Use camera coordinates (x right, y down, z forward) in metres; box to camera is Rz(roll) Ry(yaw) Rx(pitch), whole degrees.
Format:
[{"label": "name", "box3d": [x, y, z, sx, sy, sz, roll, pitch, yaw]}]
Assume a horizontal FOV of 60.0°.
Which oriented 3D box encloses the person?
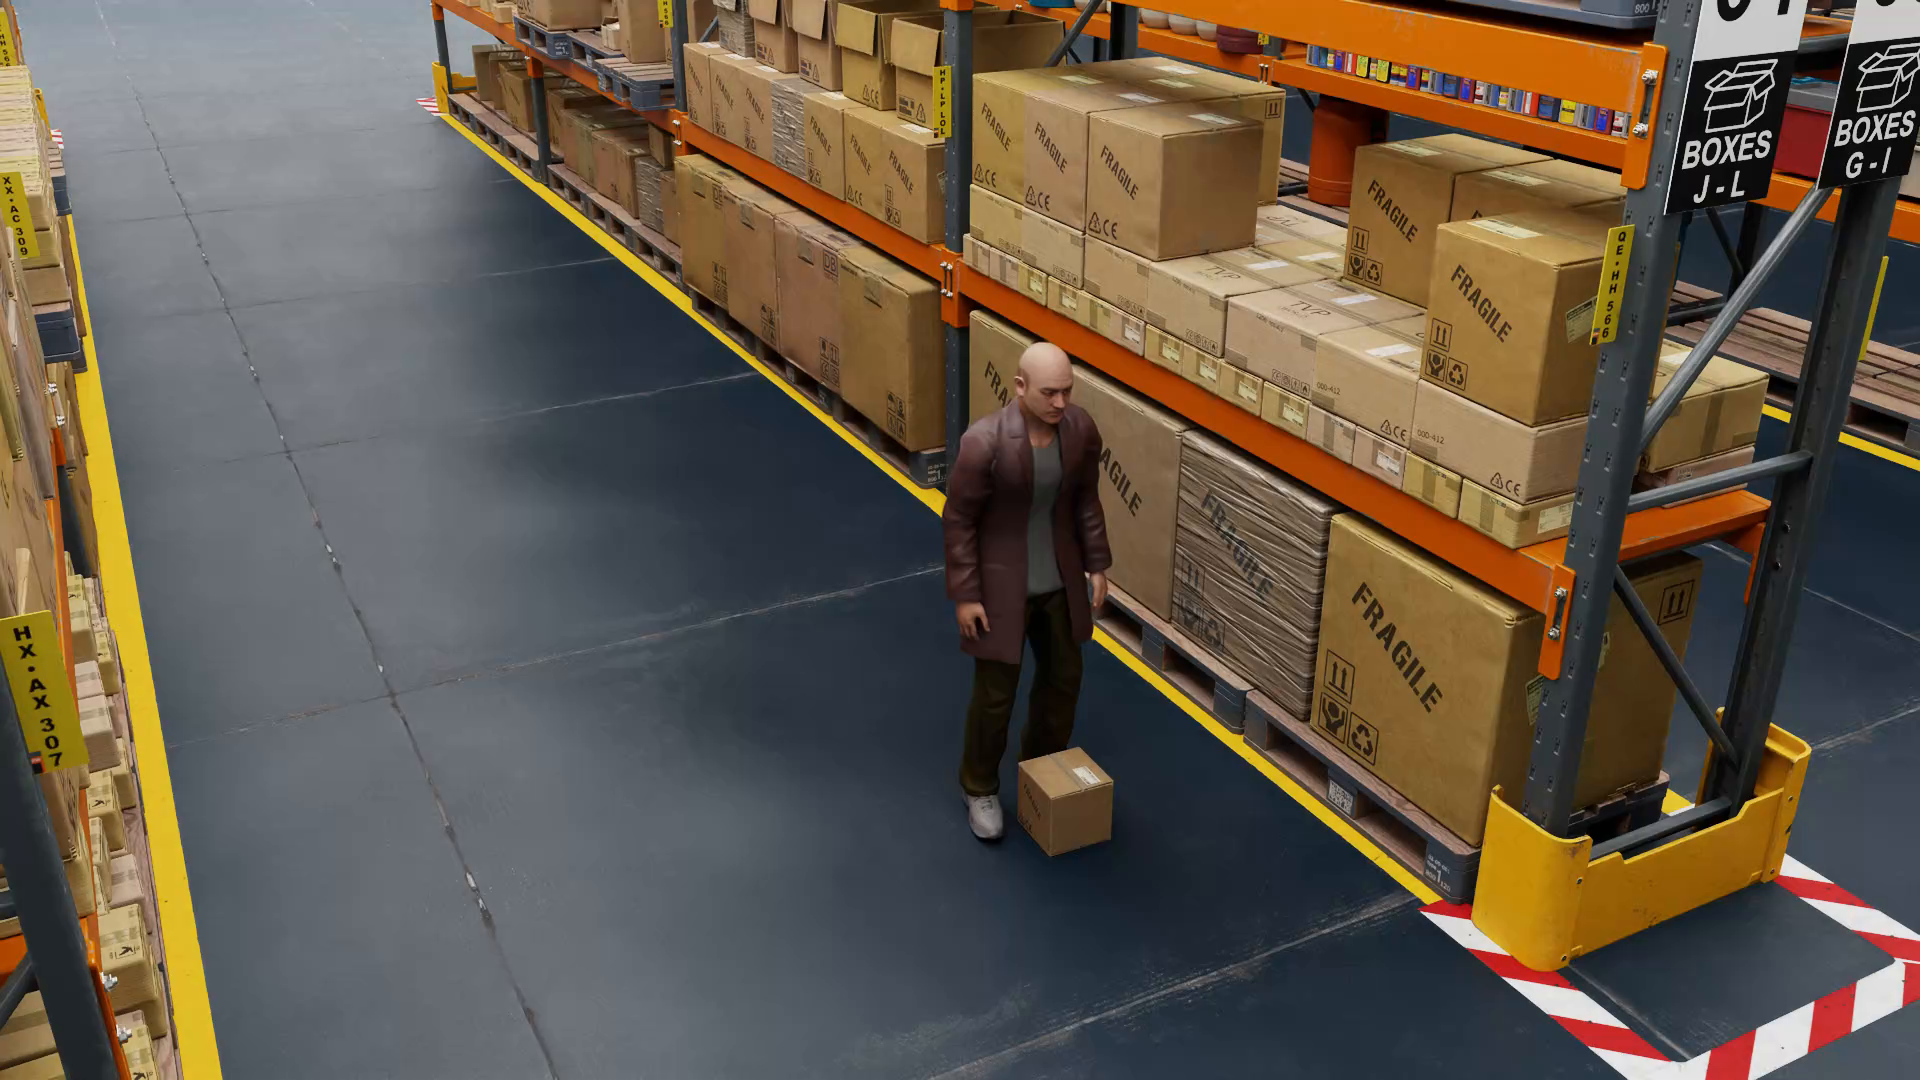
[{"label": "person", "box3d": [0.241, 0.155, 5.795, 0.644, 1.774, 0.428, -13, 28, -25]}]
